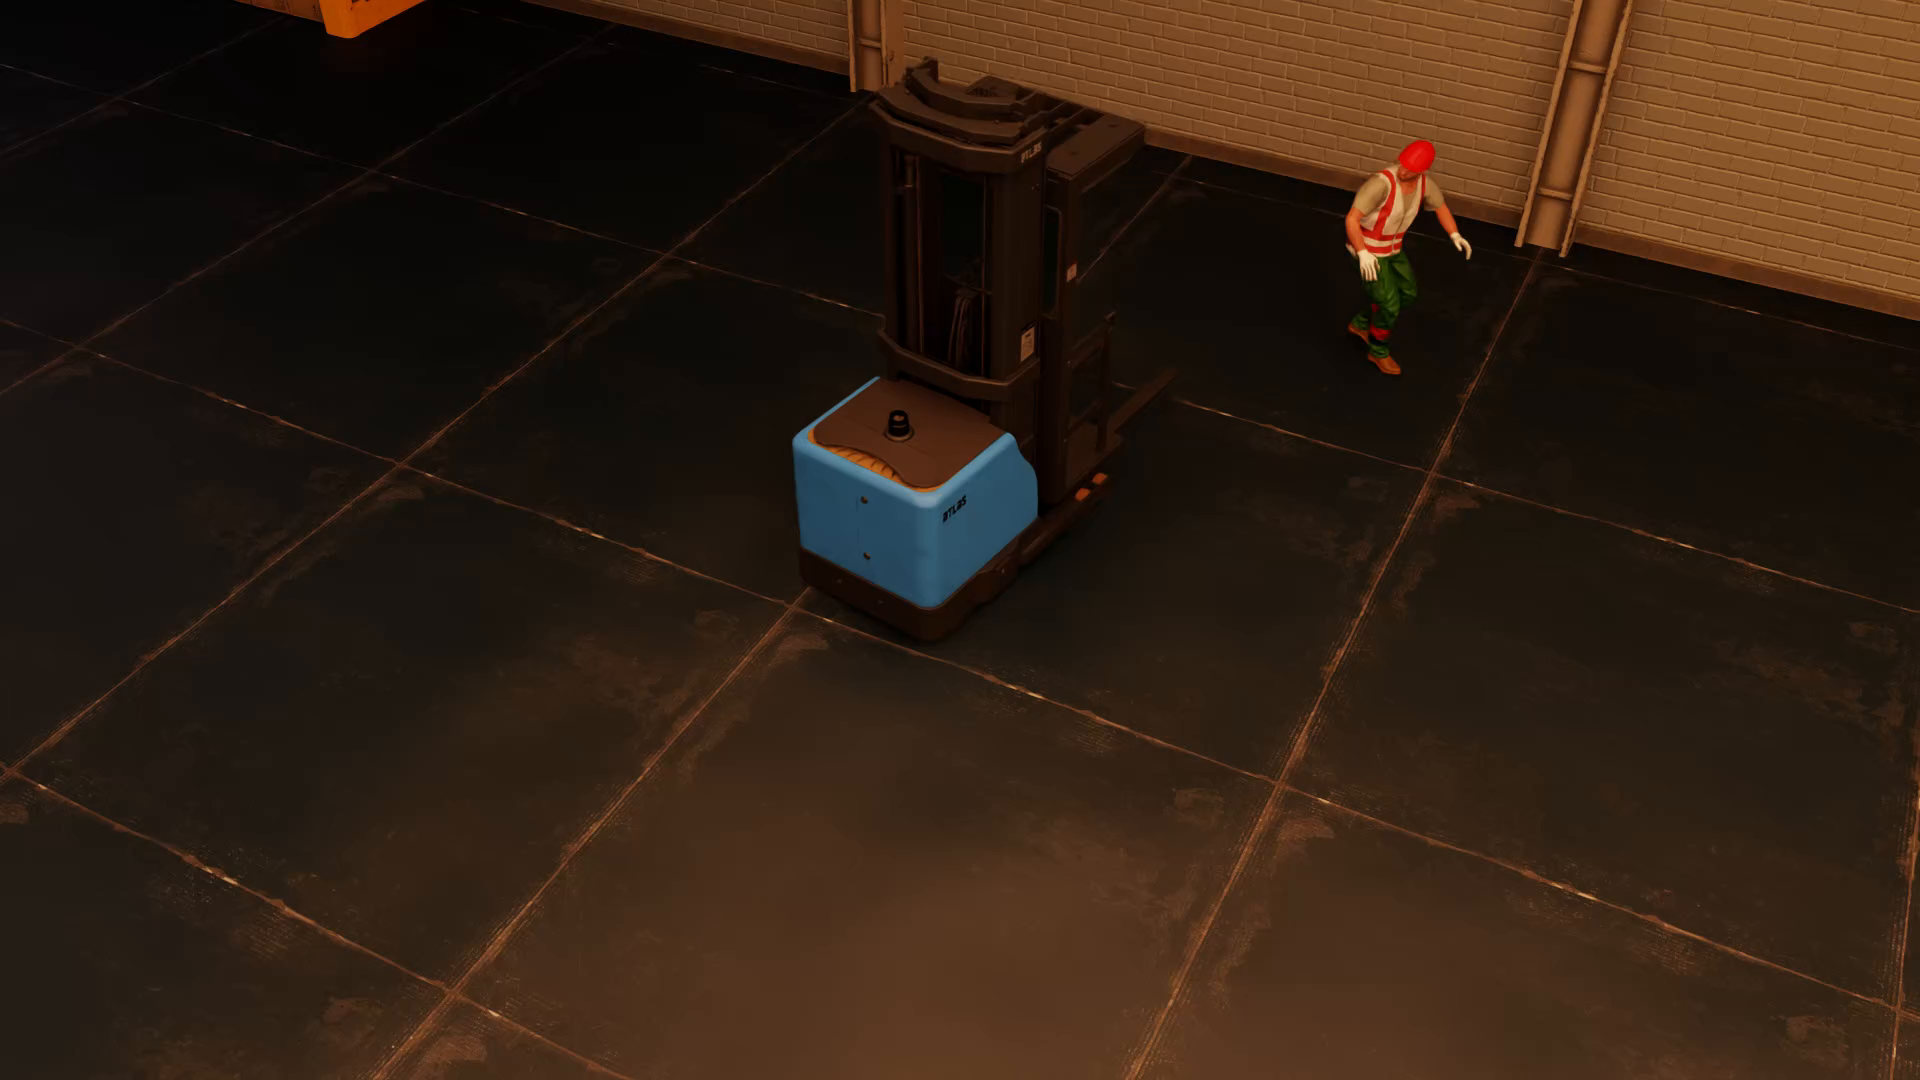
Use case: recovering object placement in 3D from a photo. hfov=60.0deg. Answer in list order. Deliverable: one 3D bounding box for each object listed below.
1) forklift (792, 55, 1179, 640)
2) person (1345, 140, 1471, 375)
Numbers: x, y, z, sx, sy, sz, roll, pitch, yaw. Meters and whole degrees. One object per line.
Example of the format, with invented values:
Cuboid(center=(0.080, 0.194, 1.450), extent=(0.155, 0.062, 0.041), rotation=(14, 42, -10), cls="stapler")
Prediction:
Cuboid(center=(0.321, -1.451, 9.709), extent=(1.130, 2.935, 3.031), rotation=(25, 46, 27), cls="forklift")
Cuboid(center=(2.967, -1.891, 11.200), extent=(0.838, 1.673, 0.744), rotation=(-29, 48, -30), cls="person")
